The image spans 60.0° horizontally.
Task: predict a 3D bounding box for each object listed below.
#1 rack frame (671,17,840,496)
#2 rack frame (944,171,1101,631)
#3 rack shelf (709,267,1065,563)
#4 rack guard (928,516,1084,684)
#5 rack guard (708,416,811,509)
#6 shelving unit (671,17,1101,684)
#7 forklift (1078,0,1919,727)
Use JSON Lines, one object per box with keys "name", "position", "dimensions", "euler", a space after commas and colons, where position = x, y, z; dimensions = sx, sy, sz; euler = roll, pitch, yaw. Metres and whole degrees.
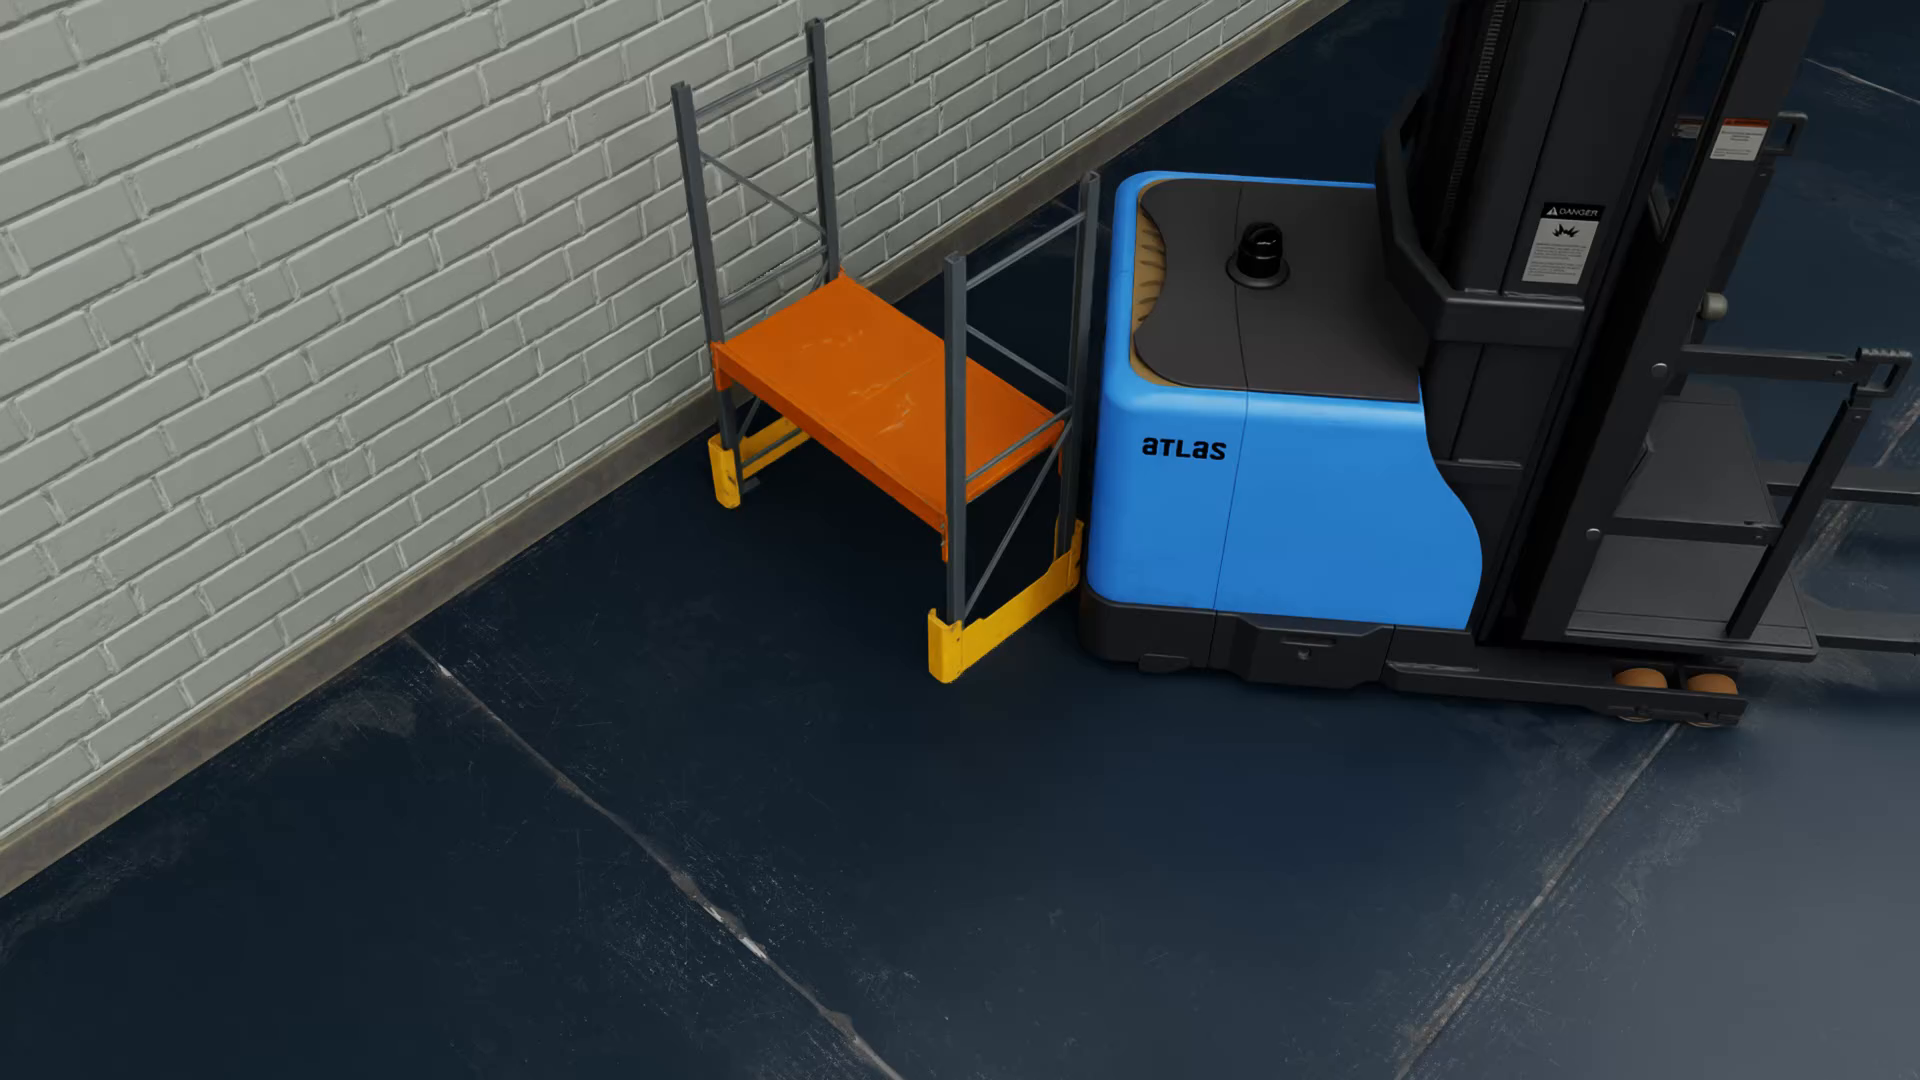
{"name": "rack frame", "position": [-0.559, -0.779, 4.952], "dimensions": [0.500, 1.500, 0.032], "euler": [-35, 56, -29]}
{"name": "rack frame", "position": [0.152, -0.249, 4.455], "dimensions": [0.500, 1.500, 0.032], "euler": [-35, 56, -29]}
{"name": "rack shelf", "position": [-0.203, -0.391, 4.835], "dimensions": [0.538, 0.185, 1.000], "euler": [-35, 56, -29]}
{"name": "rack guard", "position": [0.138, 0.169, 4.920], "dimensions": [0.587, 0.250, 0.087], "euler": [-35, 56, -29]}
{"name": "rack guard", "position": [-0.558, -0.350, 5.407], "dimensions": [0.587, 0.250, 0.087], "euler": [-35, 56, -29]}
{"name": "shelving unit", "position": [-0.210, -0.518, 4.708], "dimensions": [0.587, 1.500, 1.083], "euler": [-35, 56, -29]}
{"name": "forklift", "position": [1.898, -0.879, 4.065], "dimensions": [3.031, 2.935, 1.130], "euler": [4, 47, 4]}
